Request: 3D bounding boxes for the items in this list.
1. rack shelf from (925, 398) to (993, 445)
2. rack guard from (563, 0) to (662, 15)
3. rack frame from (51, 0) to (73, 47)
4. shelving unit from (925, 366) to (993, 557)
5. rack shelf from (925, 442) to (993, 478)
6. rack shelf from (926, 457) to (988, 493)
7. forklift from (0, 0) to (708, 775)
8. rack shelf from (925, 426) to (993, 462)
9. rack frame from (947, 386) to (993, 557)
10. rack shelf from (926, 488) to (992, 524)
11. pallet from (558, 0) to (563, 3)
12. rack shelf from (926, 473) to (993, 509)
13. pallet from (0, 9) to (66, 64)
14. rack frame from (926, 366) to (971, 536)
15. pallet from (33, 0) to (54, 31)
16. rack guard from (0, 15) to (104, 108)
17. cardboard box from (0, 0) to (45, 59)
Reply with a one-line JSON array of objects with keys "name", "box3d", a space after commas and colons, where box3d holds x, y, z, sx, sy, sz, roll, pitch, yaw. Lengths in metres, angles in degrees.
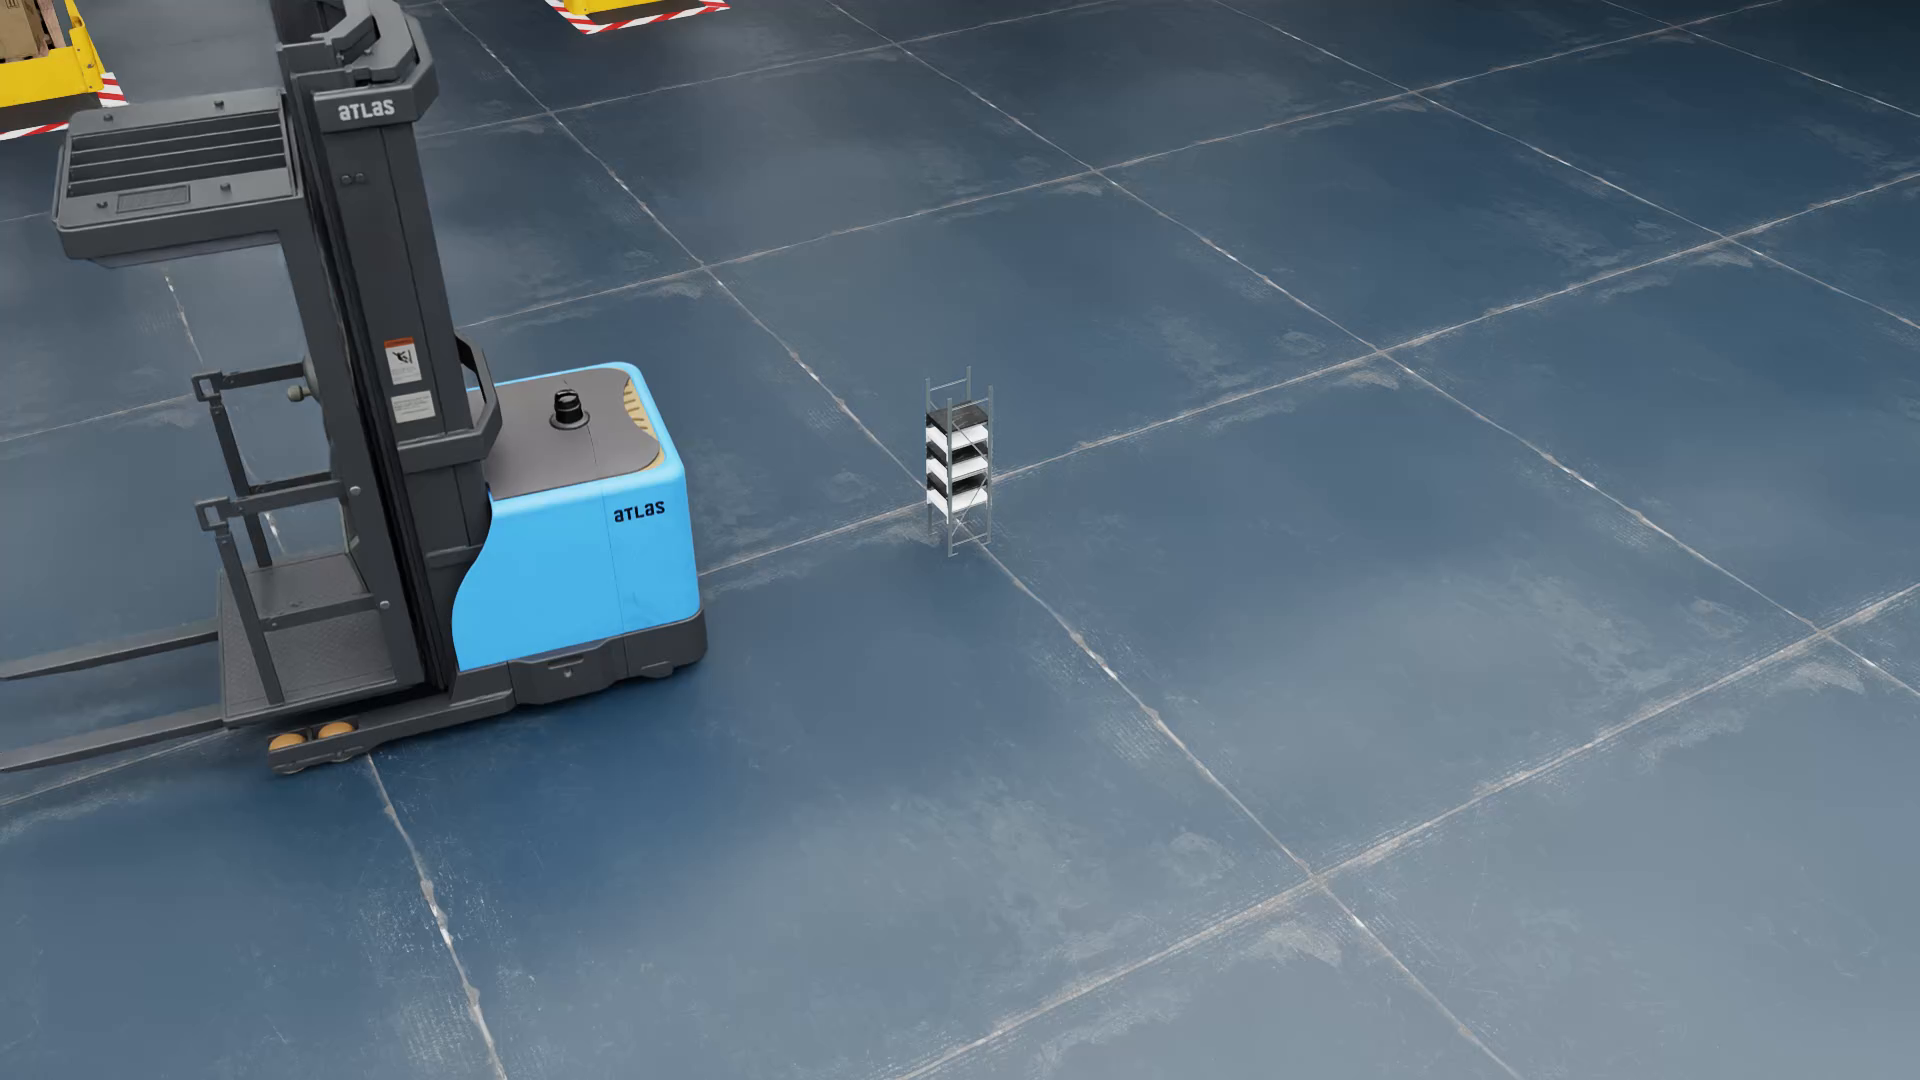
[{"name": "rack shelf", "box3d": [-0.004, -0.559, 7.851, 0.258, 0.077, 0.200, -19, 40, -24]}, {"name": "rack guard", "box3d": [-2.939, -5.031, 14.715, 1.175, 0.500, 0.348, -19, 40, -24]}, {"name": "rack frame", "box3d": [-7.291, -4.635, 12.053, 1.000, 3.000, 0.127, -19, 40, -24]}, {"name": "shelving unit", "box3d": [-0.004, -0.368, 7.990, 0.258, 0.900, 0.210, -19, 40, -24]}, {"name": "rack shelf", "box3d": [-0.004, -0.413, 7.957, 0.258, 0.077, 0.200, -19, 40, -24]}, {"name": "rack shelf", "box3d": [-0.004, -0.341, 8.010, 0.258, 0.077, 0.200, -19, 40, -24]}, {"name": "forklift", "box3d": [-2.701, -0.566, 6.540, 3.031, 2.935, 1.130, -13, 38, -17]}, {"name": "rack shelf", "box3d": [-0.004, -0.486, 7.904, 0.258, 0.077, 0.200, -19, 40, -24]}, {"name": "rack frame", "box3d": [0.047, -0.316, 7.919, 0.240, 0.900, 0.006, -19, 40, -24]}, {"name": "rack shelf", "box3d": [-0.004, -0.195, 8.116, 0.258, 0.077, 0.200, -19, 40, -24]}, {"name": "pallet", "box3d": [-3.421, -5.311, 15.343, 1.003, 0.211, 1.213, -19, 40, -24]}, {"name": "rack shelf", "box3d": [-0.004, -0.268, 8.063, 0.258, 0.077, 0.200, -19, 40, -24]}, {"name": "pallet", "box3d": [-7.706, -3.972, 13.510, 1.003, 0.211, 1.213, -19, 40, -24]}, {"name": "rack frame", "box3d": [-0.055, -0.419, 8.061, 0.240, 0.900, 0.006, -19, 40, -24]}, {"name": "pallet", "box3d": [-8.315, -4.594, 14.361, 1.003, 0.211, 1.213, -19, 40, -24]}, {"name": "rack guard", "box3d": [-7.329, -3.664, 12.843, 1.175, 0.500, 0.348, -19, 40, -24]}, {"name": "cardboard box", "box3d": [-7.590, -4.118, 13.109, 0.500, 0.500, 0.500, -12, 38, -16]}]
